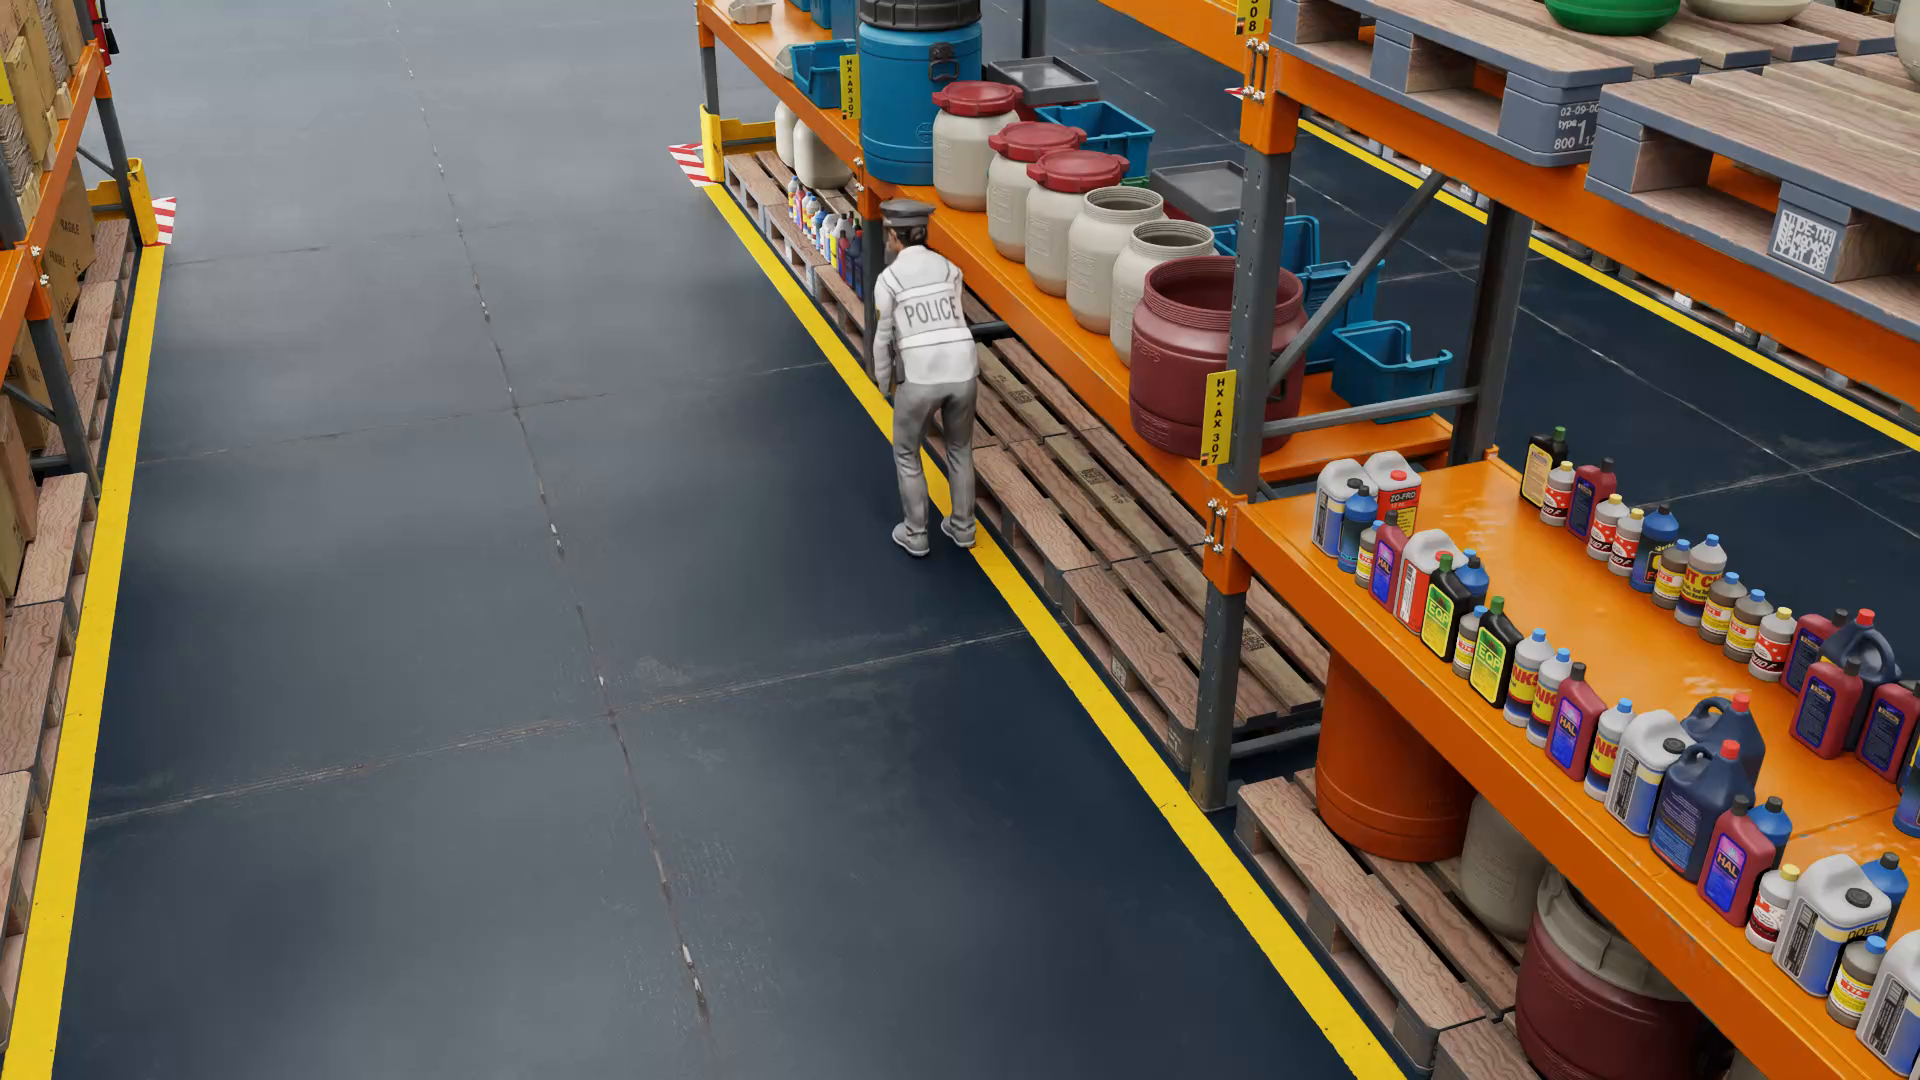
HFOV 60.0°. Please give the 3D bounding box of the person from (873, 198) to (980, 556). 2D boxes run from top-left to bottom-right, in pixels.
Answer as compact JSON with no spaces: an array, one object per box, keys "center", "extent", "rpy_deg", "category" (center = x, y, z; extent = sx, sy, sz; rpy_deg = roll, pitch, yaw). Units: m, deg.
[{"center":[-0.165,-0.717,7.471],"extent":[0.407,1.572,0.623],"rpy_deg":[-11,32,-18],"category":"person"}]
